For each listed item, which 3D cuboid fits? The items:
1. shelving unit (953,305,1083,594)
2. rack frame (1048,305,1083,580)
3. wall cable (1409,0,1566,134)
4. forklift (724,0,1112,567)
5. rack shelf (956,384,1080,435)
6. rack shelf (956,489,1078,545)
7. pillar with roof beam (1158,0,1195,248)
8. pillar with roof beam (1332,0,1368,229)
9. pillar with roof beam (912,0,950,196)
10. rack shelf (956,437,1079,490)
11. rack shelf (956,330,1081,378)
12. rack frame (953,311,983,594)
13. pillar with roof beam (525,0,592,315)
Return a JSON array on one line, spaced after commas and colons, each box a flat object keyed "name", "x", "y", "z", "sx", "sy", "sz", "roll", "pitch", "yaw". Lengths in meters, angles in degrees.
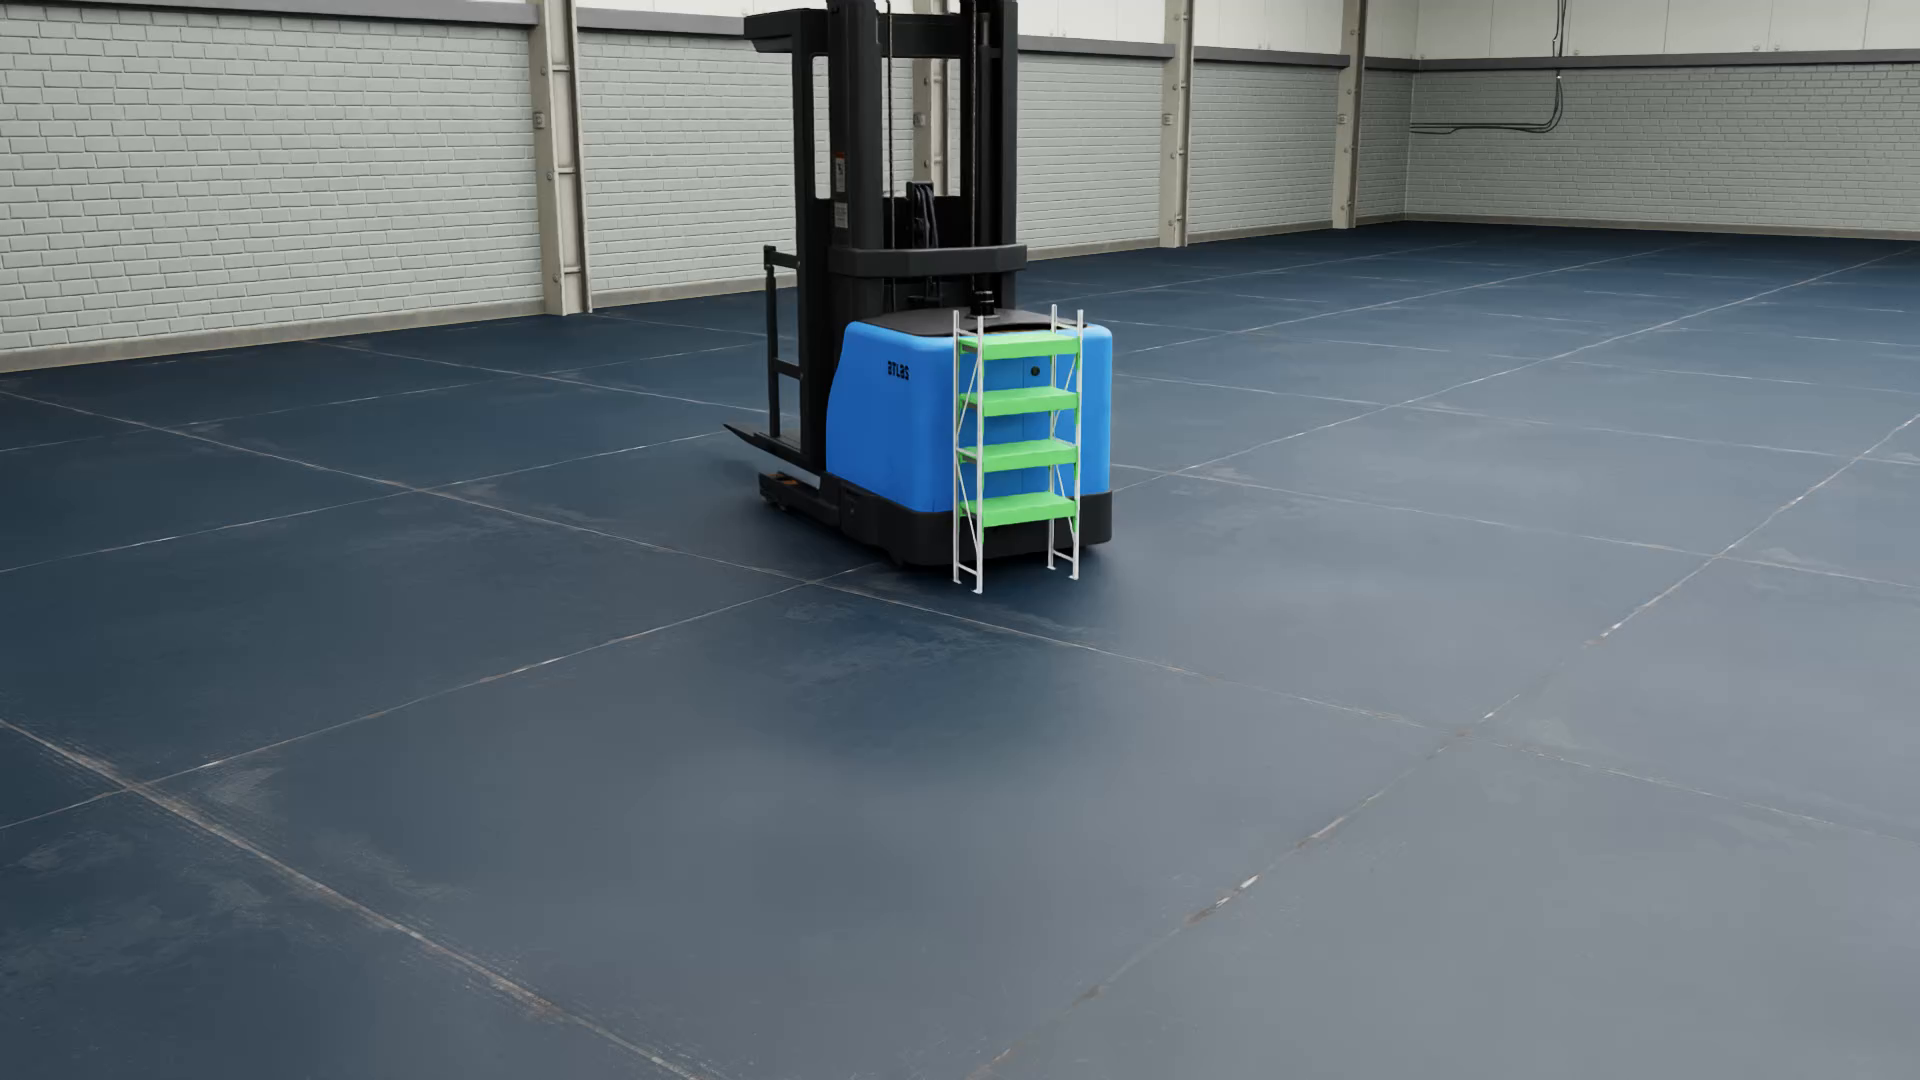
[{"name": "shelving unit", "x": 0.249, "y": -0.401, "z": 7.263, "sx": 0.503, "sy": 1.200, "sz": 0.258, "roll": -7, "pitch": 16, "yaw": -27}, {"name": "rack frame", "x": 0.465, "y": -0.429, "z": 7.373, "sx": 0.015, "sy": 1.200, "sz": 0.240, "roll": -7, "pitch": 16, "yaw": -27}, {"name": "wall cable", "x": 10.055, "y": -9.065, "z": 31.835, "sx": 3.097, "sy": 2.526, "sz": 0.112, "roll": 11, "pitch": 18, "yaw": 38}, {"name": "forklift", "x": -0.418, "y": -1.616, "z": 8.531, "sx": 1.130, "sy": 2.935, "sz": 3.031, "roll": -7, "pitch": 16, "yaw": -27}, {"name": "rack shelf", "x": 0.249, "y": -0.571, "z": 7.219, "sx": 0.480, "sy": 0.148, "sz": 0.258, "roll": -7, "pitch": 16, "yaw": -27}, {"name": "rack shelf", "x": 0.249, "y": -0.106, "z": 7.338, "sx": 0.480, "sy": 0.148, "sz": 0.258, "roll": -7, "pitch": 16, "yaw": -27}, {"name": "pillar with roof beam", "x": 6.753, "y": -8.395, "z": 22.892, "sx": 9.100, "sy": 9.000, "sz": 0.400, "roll": 11, "pitch": 18, "yaw": 38}, {"name": "pillar with roof beam", "x": 10.524, "y": -9.544, "z": 27.415, "sx": 9.100, "sy": 9.000, "sz": 0.400, "roll": 11, "pitch": 18, "yaw": 38}, {"name": "pillar with roof beam", "x": 2.982, "y": -7.246, "z": 18.369, "sx": 9.100, "sy": 9.000, "sz": 0.400, "roll": 11, "pitch": 18, "yaw": 38}, {"name": "rack shelf", "x": 0.249, "y": -0.339, "z": 7.279, "sx": 0.480, "sy": 0.148, "sz": 0.258, "roll": -7, "pitch": 16, "yaw": -27}, {"name": "rack shelf", "x": 0.249, "y": -0.804, "z": 7.160, "sx": 0.480, "sy": 0.148, "sz": 0.258, "roll": -7, "pitch": 16, "yaw": -27}, {"name": "rack frame", "x": 0.033, "y": -0.373, "z": 7.153, "sx": 0.015, "sy": 1.200, "sz": 0.240, "roll": -7, "pitch": 16, "yaw": -27}, {"name": "pillar with roof beam", "x": -0.789, "y": -6.097, "z": 13.846, "sx": 9.100, "sy": 9.000, "sz": 0.400, "roll": 11, "pitch": 18, "yaw": 38}]
